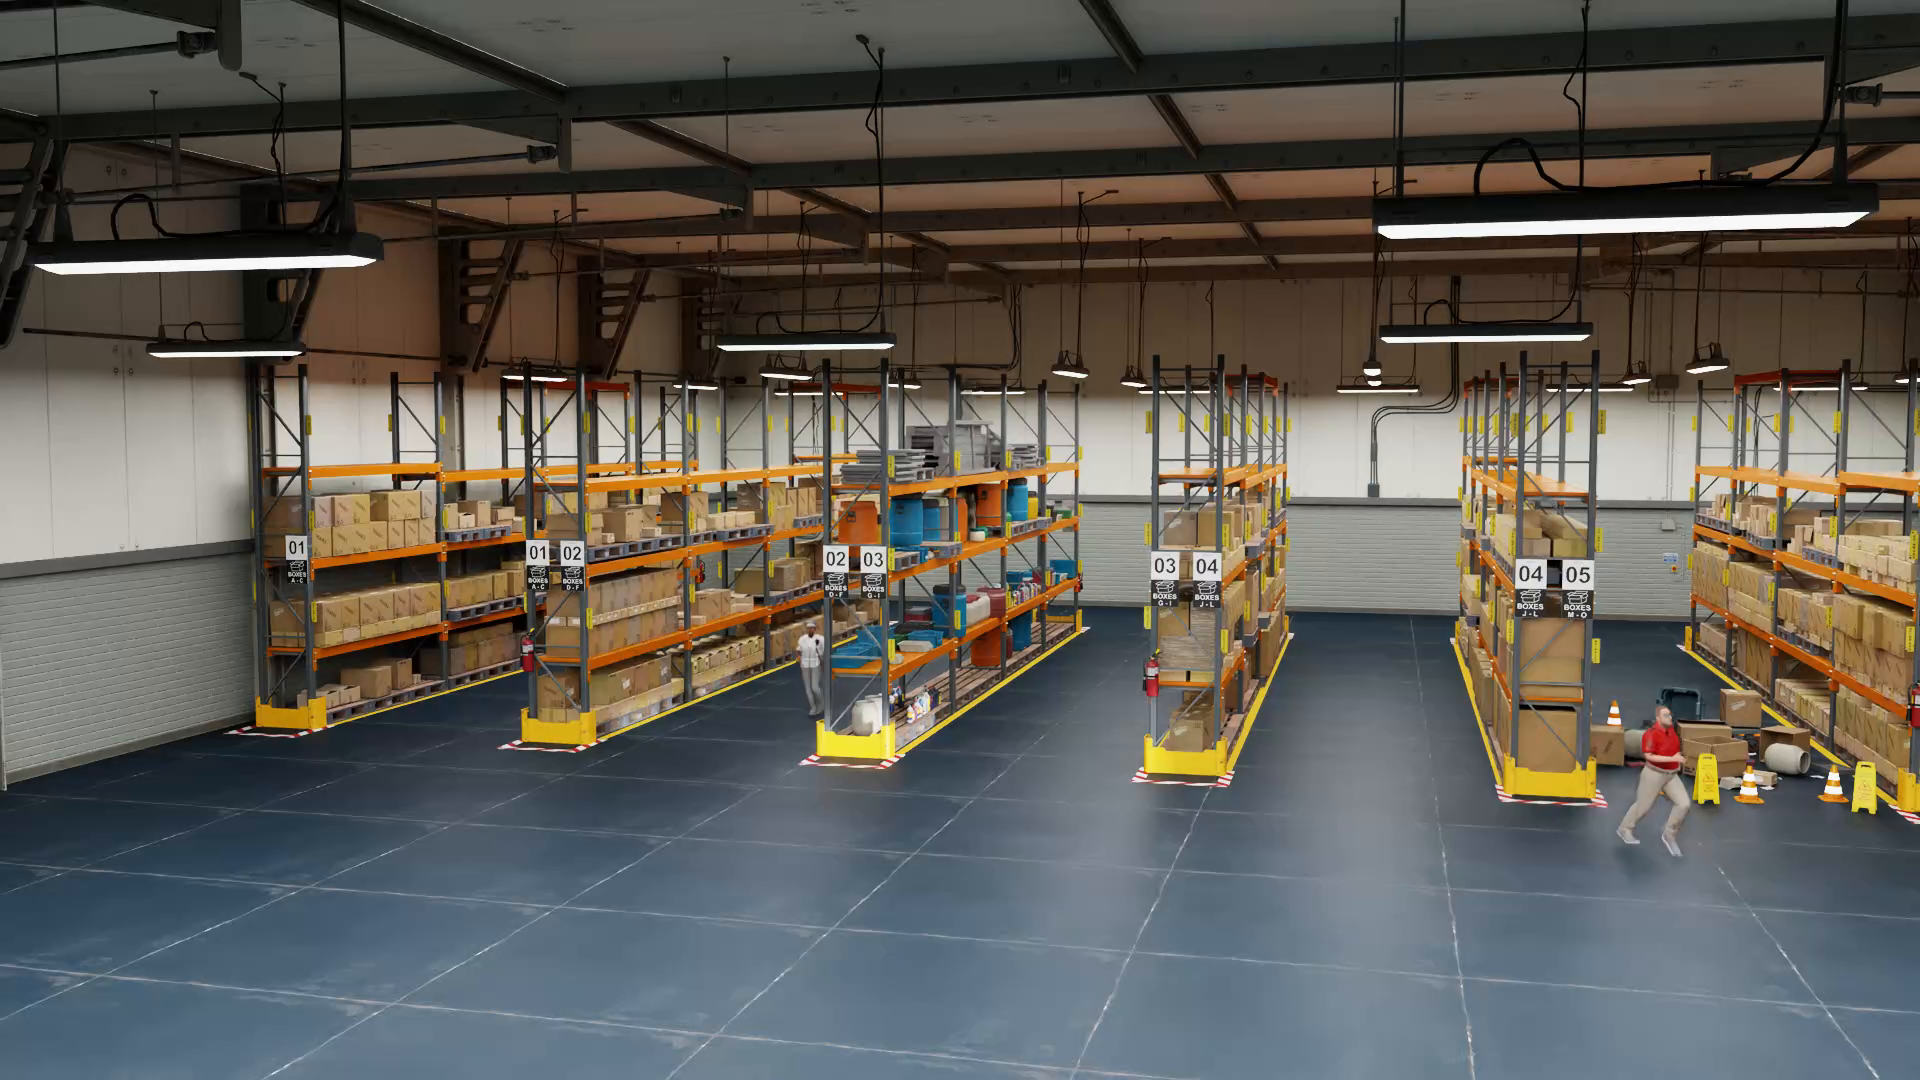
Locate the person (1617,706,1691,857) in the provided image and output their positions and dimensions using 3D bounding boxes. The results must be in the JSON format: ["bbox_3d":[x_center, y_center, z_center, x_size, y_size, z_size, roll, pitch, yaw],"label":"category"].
[{"bbox_3d":[8.193,2.810,19.479,0.675,1.774,0.910,-2,4,-26],"label":"person"}]

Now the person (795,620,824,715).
[{"bbox_3d":[-2.577,2.192,28.614,0.551,1.662,0.580,1,4,10],"label":"person"}]
